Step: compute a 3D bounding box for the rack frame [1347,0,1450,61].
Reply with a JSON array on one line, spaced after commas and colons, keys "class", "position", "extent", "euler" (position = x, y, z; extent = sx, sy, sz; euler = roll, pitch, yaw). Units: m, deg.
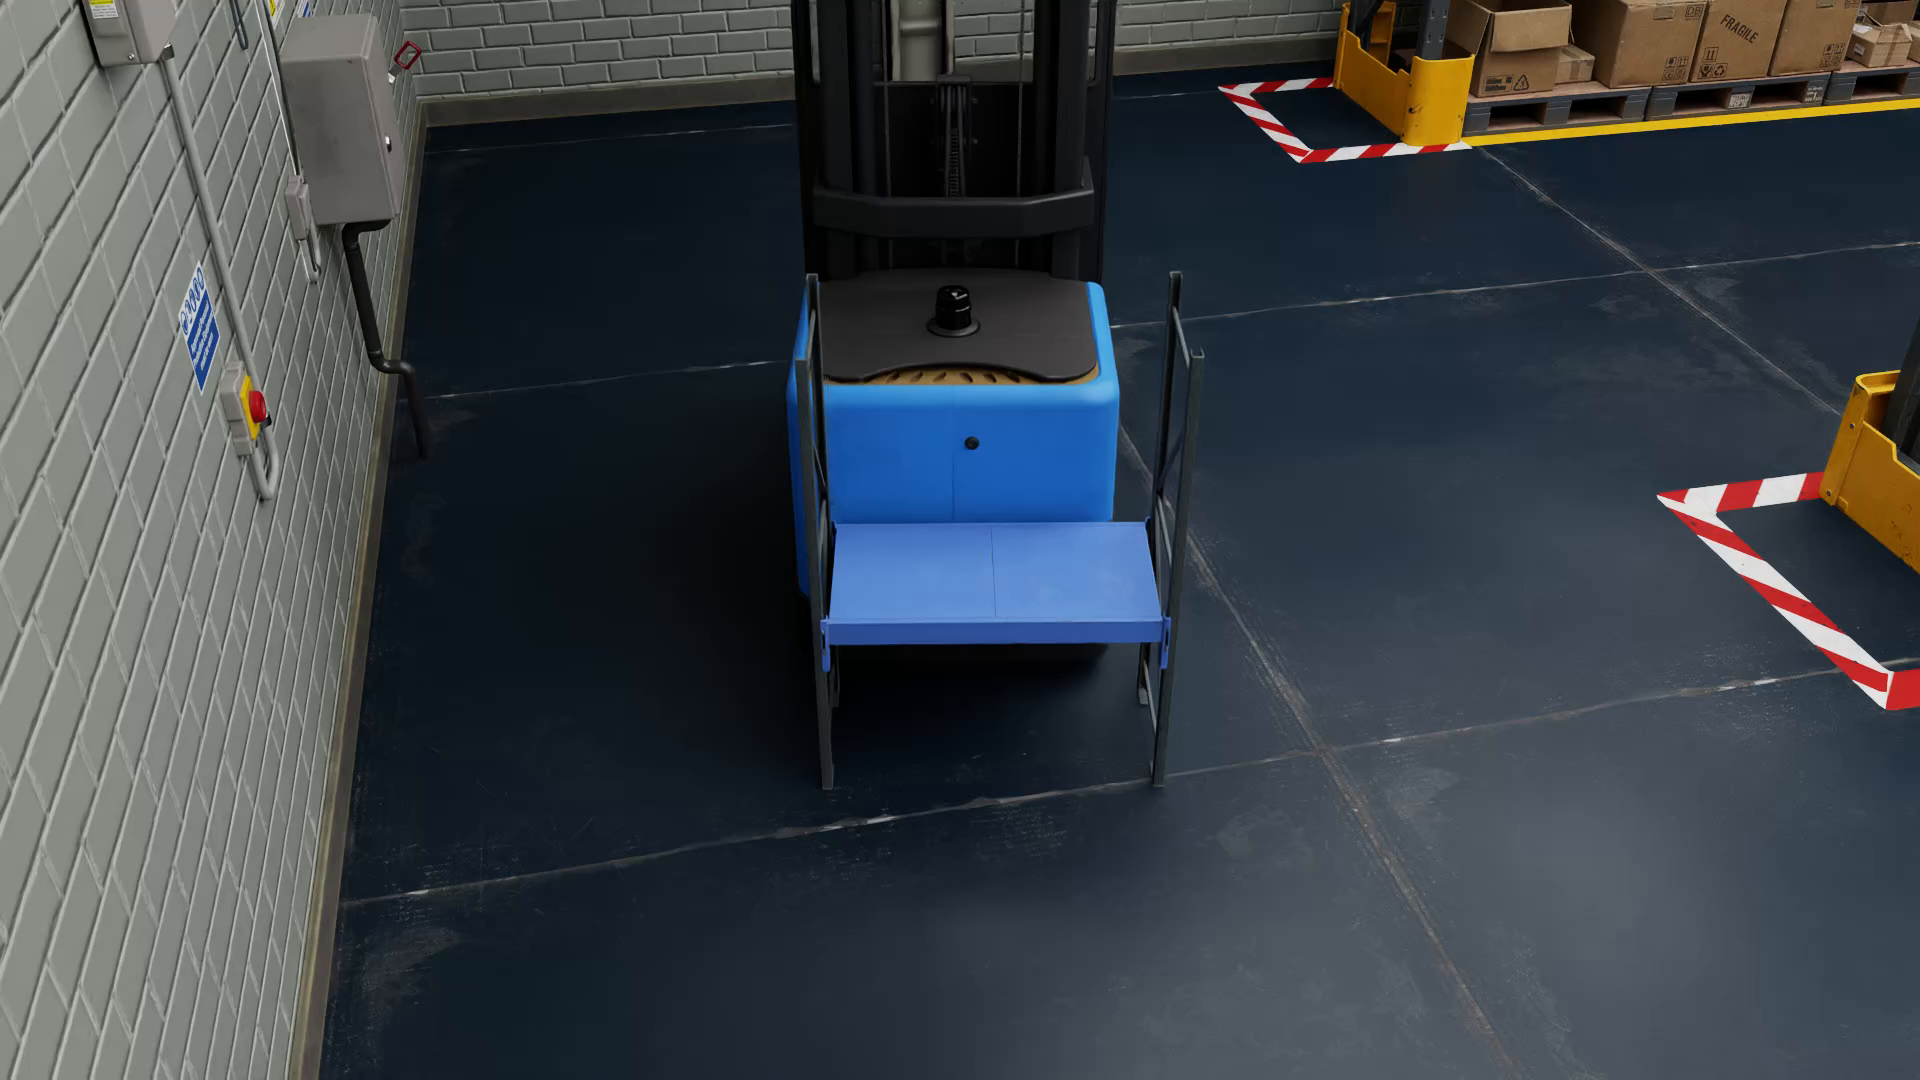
[{"class": "rack frame", "position": [2.572, -3.850, 9.296], "extent": [0.127, 3.000, 1.000], "euler": [-7, 35, -11]}]

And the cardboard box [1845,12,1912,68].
[{"class": "cardboard box", "position": [5.647, -3.109, 10.268], "extent": [0.258, 0.266, 0.396], "euler": [-6, 34, -9]}]

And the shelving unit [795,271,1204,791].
[{"class": "shelving unit", "position": [0.098, 0.008, 4.883], "extent": [1.048, 1.500, 0.538], "euler": [0, 35, -1]}]

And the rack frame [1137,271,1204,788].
[{"class": "rack frame", "position": [0.607, 0.005, 4.889], "extent": [0.032, 1.500, 0.500], "euler": [0, 35, -1]}]

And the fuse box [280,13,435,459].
[{"class": "fuse box", "position": [-2.145, -1.072, 6.312], "extent": [0.414, 1.711, 0.539], "euler": [-7, 35, -11]}]

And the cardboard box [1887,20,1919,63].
[{"class": "cardboard box", "position": [5.995, -3.105, 10.366], "extent": [0.250, 0.149, 0.380], "euler": [-8, 35, -12]}]

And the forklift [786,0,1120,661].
[{"class": "forklift", "position": [-0.023, -1.599, 6.002], "extent": [1.130, 2.935, 3.031], "euler": [0, 34, 0]}]

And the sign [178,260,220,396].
[{"class": "sign", "position": [-1.873, -0.526, 4.099], "extent": [0.001, 0.218, 0.327], "euler": [-7, 35, -11]}]

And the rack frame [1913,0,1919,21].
[{"class": "rack frame", "position": [6.473, -4.342, 10.028], "extent": [0.127, 3.000, 1.000], "euler": [-7, 35, -11]}]

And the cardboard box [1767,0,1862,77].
[{"class": "cardboard box", "position": [5.044, -3.222, 10.226], "extent": [0.500, 0.500, 0.700], "euler": [-8, 35, -12]}]

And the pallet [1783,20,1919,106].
[{"class": "pallet", "position": [5.803, -3.100, 10.681], "extent": [1.213, 0.211, 1.003], "euler": [-7, 35, -11]}]

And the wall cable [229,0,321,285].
[{"class": "wall cable", "position": [-2.148, -1.638, 5.088], "extent": [0.122, 1.984, 0.588], "euler": [-7, 35, -11]}]

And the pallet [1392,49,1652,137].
[{"class": "pallet", "position": [3.424, -2.800, 10.234], "extent": [1.213, 0.211, 1.003], "euler": [-7, 35, -11]}]

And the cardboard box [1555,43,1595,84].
[{"class": "cardboard box", "position": [3.612, -2.896, 10.055], "extent": [0.250, 0.149, 0.380], "euler": [-9, 35, -12]}]

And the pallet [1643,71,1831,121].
[{"class": "pallet", "position": [4.611, -2.948, 10.454], "extent": [1.213, 0.211, 1.003], "euler": [-7, 35, -11]}]

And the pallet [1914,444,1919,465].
[{"class": "pallet", "position": [4.433, -0.136, 6.263], "extent": [1.213, 0.211, 1.003], "euler": [-7, 35, -11]}]

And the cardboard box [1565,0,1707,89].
[{"class": "cardboard box", "position": [4.032, -3.094, 10.036], "extent": [0.500, 0.500, 0.700], "euler": [-6, 34, -9]}]

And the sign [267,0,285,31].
[{"class": "sign", "position": [-2.335, -1.894, 5.640], "extent": [0.001, 0.242, 0.339], "euler": [-7, 35, -11]}]

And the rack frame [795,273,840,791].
[{"class": "rack frame", "position": [-0.410, 0.012, 4.877], "extent": [0.032, 1.500, 0.500], "euler": [0, 35, -1]}]

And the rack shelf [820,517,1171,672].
[{"class": "rack shelf", "position": [0.098, 0.156, 4.986], "extent": [1.000, 0.185, 0.538], "euler": [0, 35, -1]}]

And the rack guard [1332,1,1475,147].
[{"class": "rack guard", "position": [2.646, -2.822, 10.006], "extent": [0.348, 0.500, 1.175], "euler": [-7, 35, -11]}]

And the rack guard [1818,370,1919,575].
[{"class": "rack guard", "position": [3.647, -0.112, 5.968], "extent": [0.348, 0.500, 1.175], "euler": [-7, 35, -11]}]

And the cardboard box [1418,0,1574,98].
[{"class": "cardboard box", "position": [3.190, -3.012, 9.910], "extent": [0.637, 0.503, 0.797], "euler": [-9, 35, -12]}]

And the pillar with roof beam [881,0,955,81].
[{"class": "pillar with roof beam", "position": [0.693, -4.160, 4.374], "extent": [0.400, 9.000, 9.100], "euler": [-7, 35, -11]}]

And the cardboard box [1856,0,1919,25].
[{"class": "cardboard box", "position": [5.777, -3.447, 10.731], "extent": [0.500, 0.311, 0.500], "euler": [-6, 34, -9]}]

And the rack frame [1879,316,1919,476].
[{"class": "rack frame", "position": [3.671, -1.153, 5.276], "extent": [0.127, 3.000, 1.000], "euler": [-7, 35, -11]}]

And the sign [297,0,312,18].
[{"class": "sign", "position": [-2.456, -1.810, 6.341], "extent": [0.001, 0.494, 0.329], "euler": [-7, 35, -11]}]

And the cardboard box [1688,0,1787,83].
[{"class": "cardboard box", "position": [4.570, -3.105, 10.052], "extent": [0.500, 0.500, 0.500], "euler": [-7, 34, -10]}]

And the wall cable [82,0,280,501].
[{"class": "wall cable", "position": [-1.824, -0.882, 3.933], "extent": [0.123, 1.953, 0.585], "euler": [-7, 35, -11]}]
